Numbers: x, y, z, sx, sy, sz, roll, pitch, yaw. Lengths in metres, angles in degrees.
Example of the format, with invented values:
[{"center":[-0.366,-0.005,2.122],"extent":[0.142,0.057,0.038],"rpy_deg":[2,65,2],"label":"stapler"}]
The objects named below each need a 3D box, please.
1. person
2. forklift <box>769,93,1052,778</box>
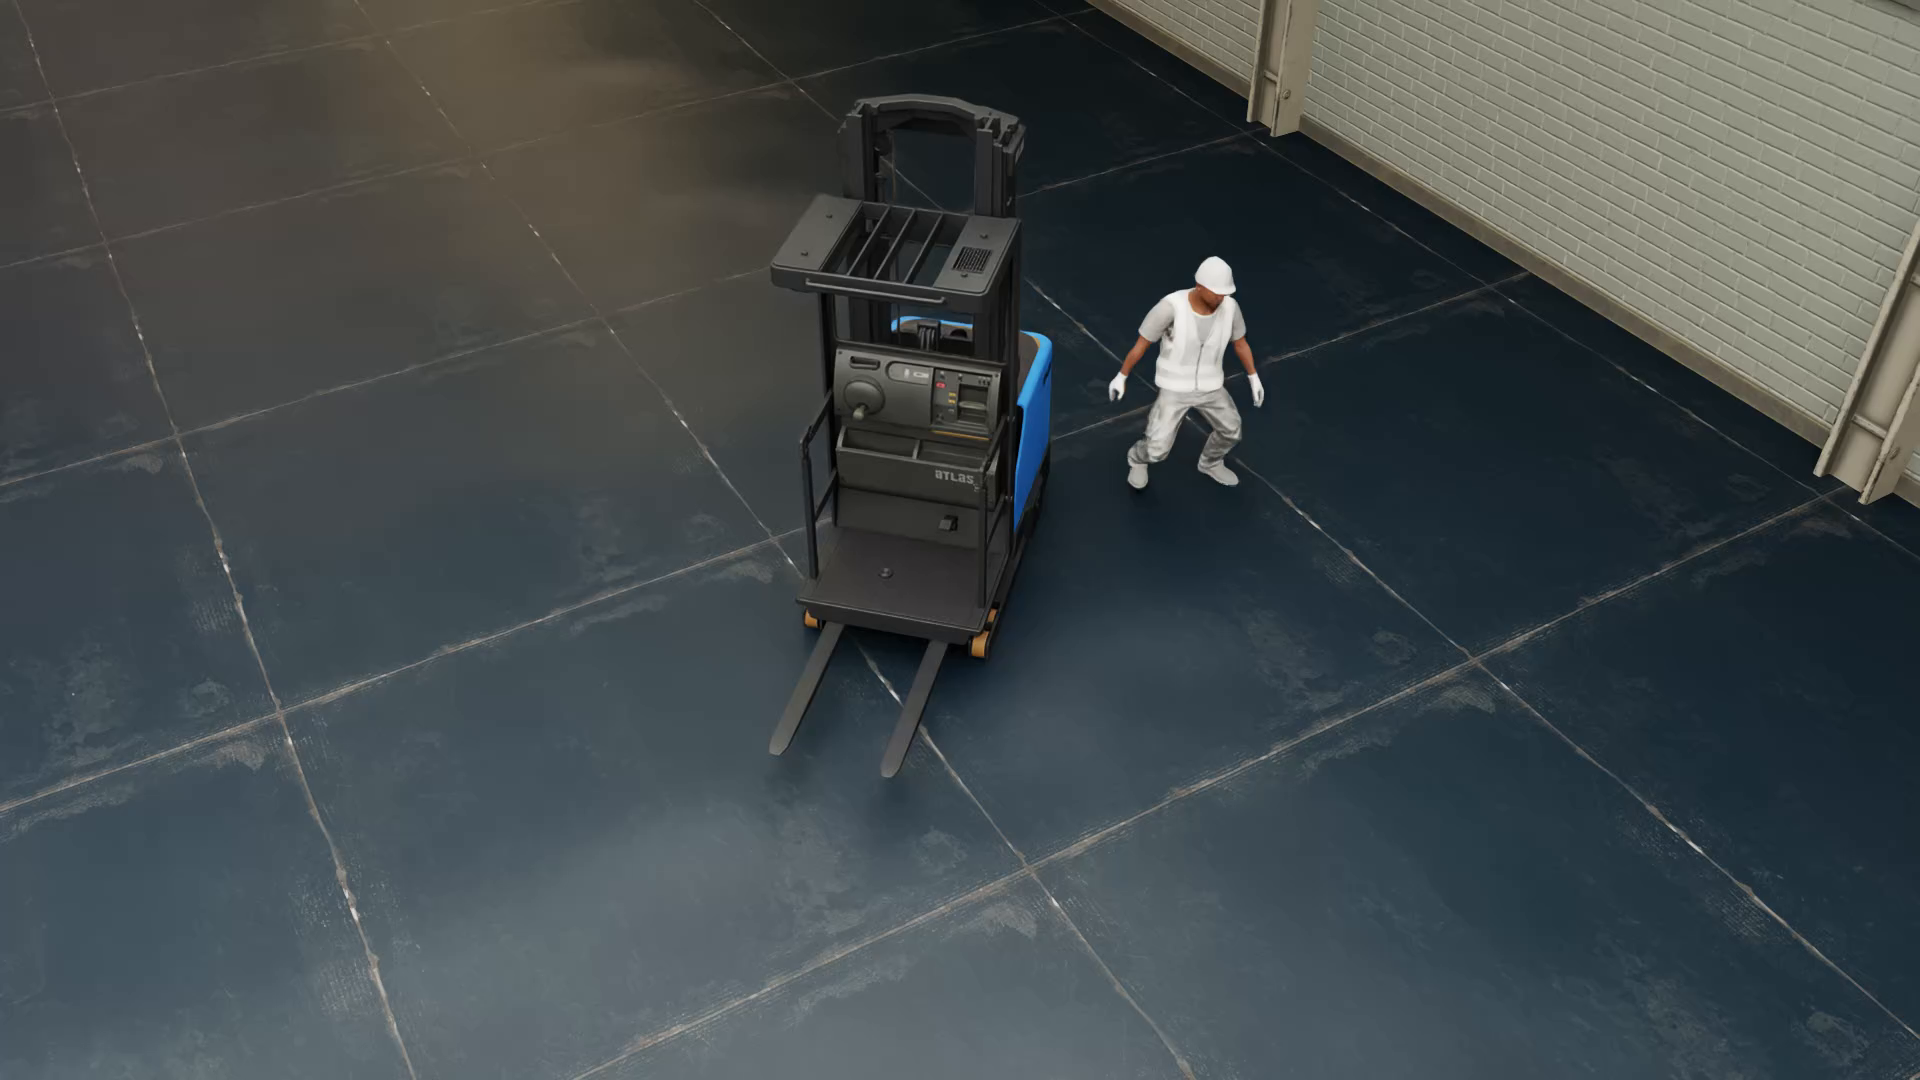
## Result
[{"center":[1.399,-0.967,10.188],"extent":[0.953,1.686,0.481],"rpy_deg":[-7,40,-8],"label":"person"},{"center":[-0.288,-0.727,8.913],"extent":[1.130,2.935,3.031],"rpy_deg":[9,41,11],"label":"forklift"}]
